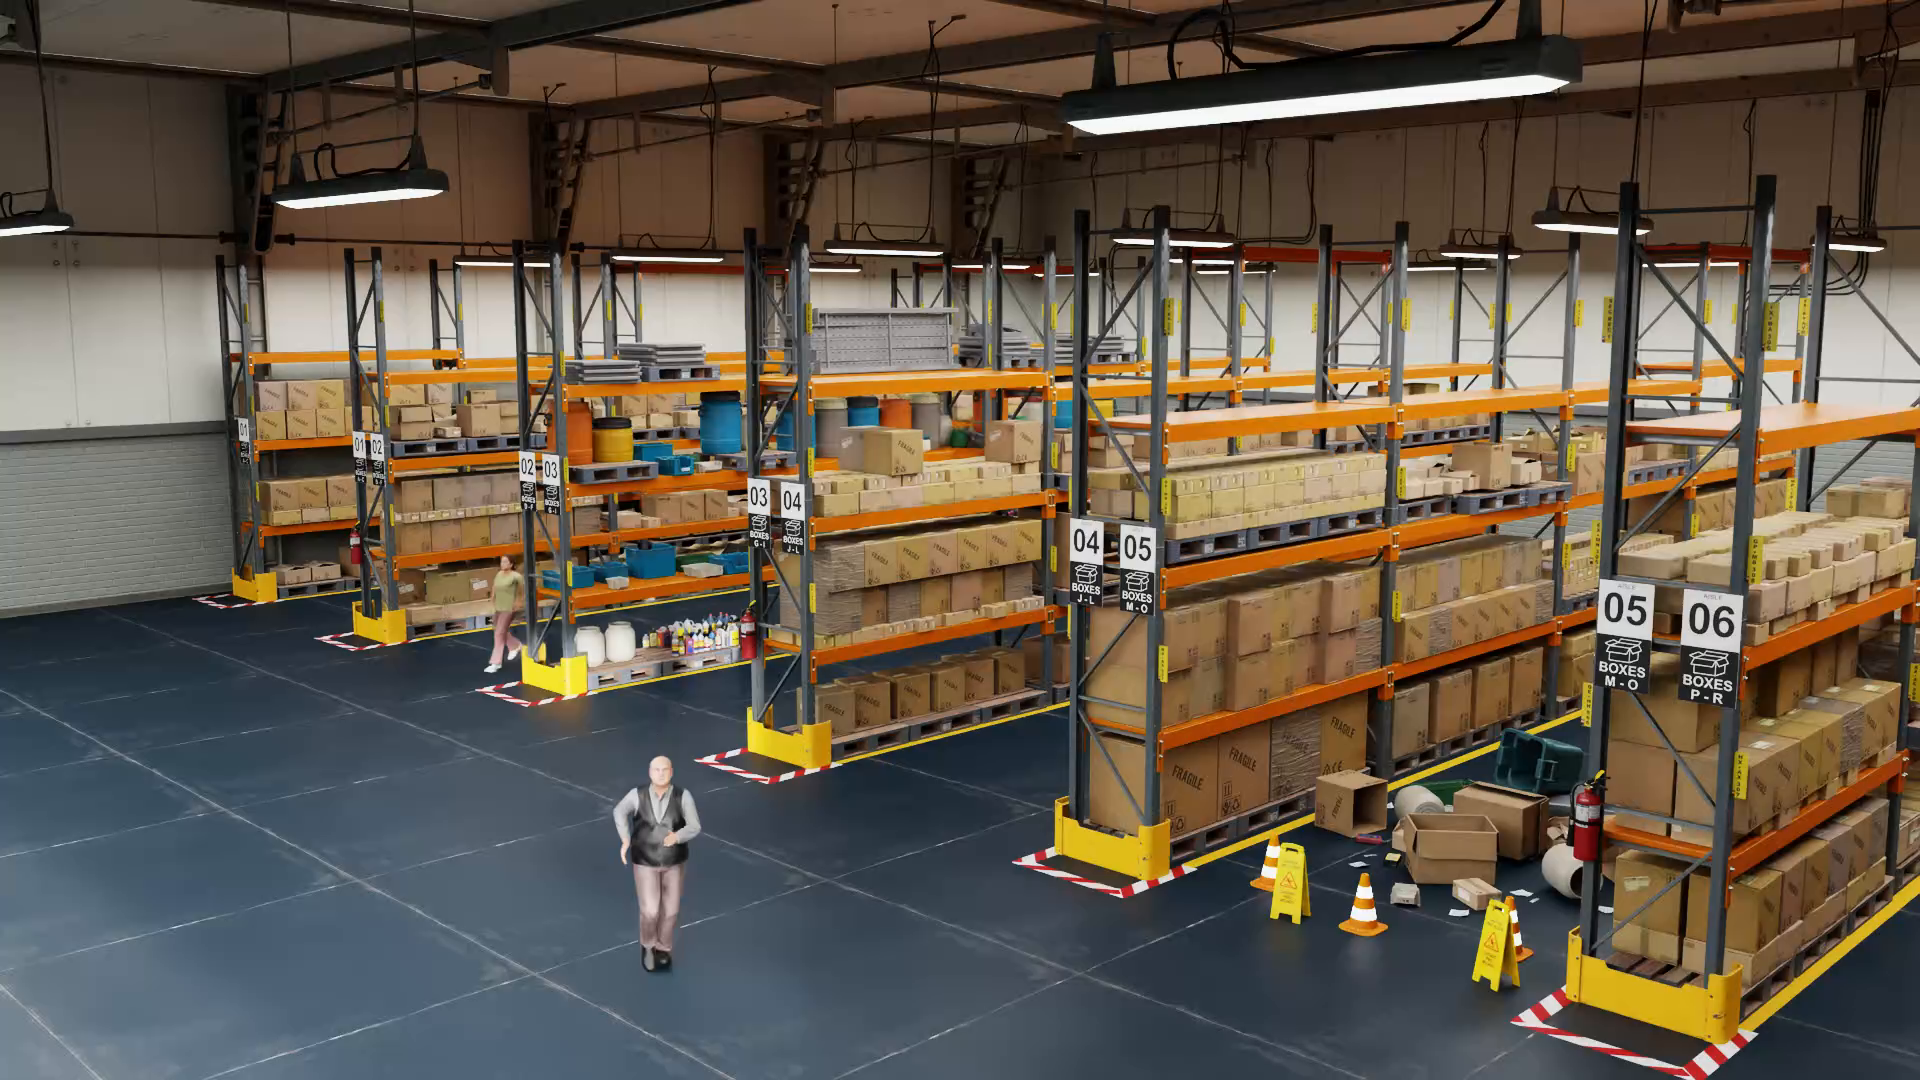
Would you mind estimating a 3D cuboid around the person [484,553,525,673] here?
[{"bbox_3d":[-6.416,1.007,23.633,0.608,1.670,0.826,4,9,28],"label":"person"}]

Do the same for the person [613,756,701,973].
[{"bbox_3d":[-2.316,2.509,12.834,0.643,1.695,0.642,-2,8,-17],"label":"person"}]

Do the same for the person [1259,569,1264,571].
[{"bbox_3d":[3.978,1.153,22.474,0.596,1.719,0.830,7,10,39],"label":"person"}]
